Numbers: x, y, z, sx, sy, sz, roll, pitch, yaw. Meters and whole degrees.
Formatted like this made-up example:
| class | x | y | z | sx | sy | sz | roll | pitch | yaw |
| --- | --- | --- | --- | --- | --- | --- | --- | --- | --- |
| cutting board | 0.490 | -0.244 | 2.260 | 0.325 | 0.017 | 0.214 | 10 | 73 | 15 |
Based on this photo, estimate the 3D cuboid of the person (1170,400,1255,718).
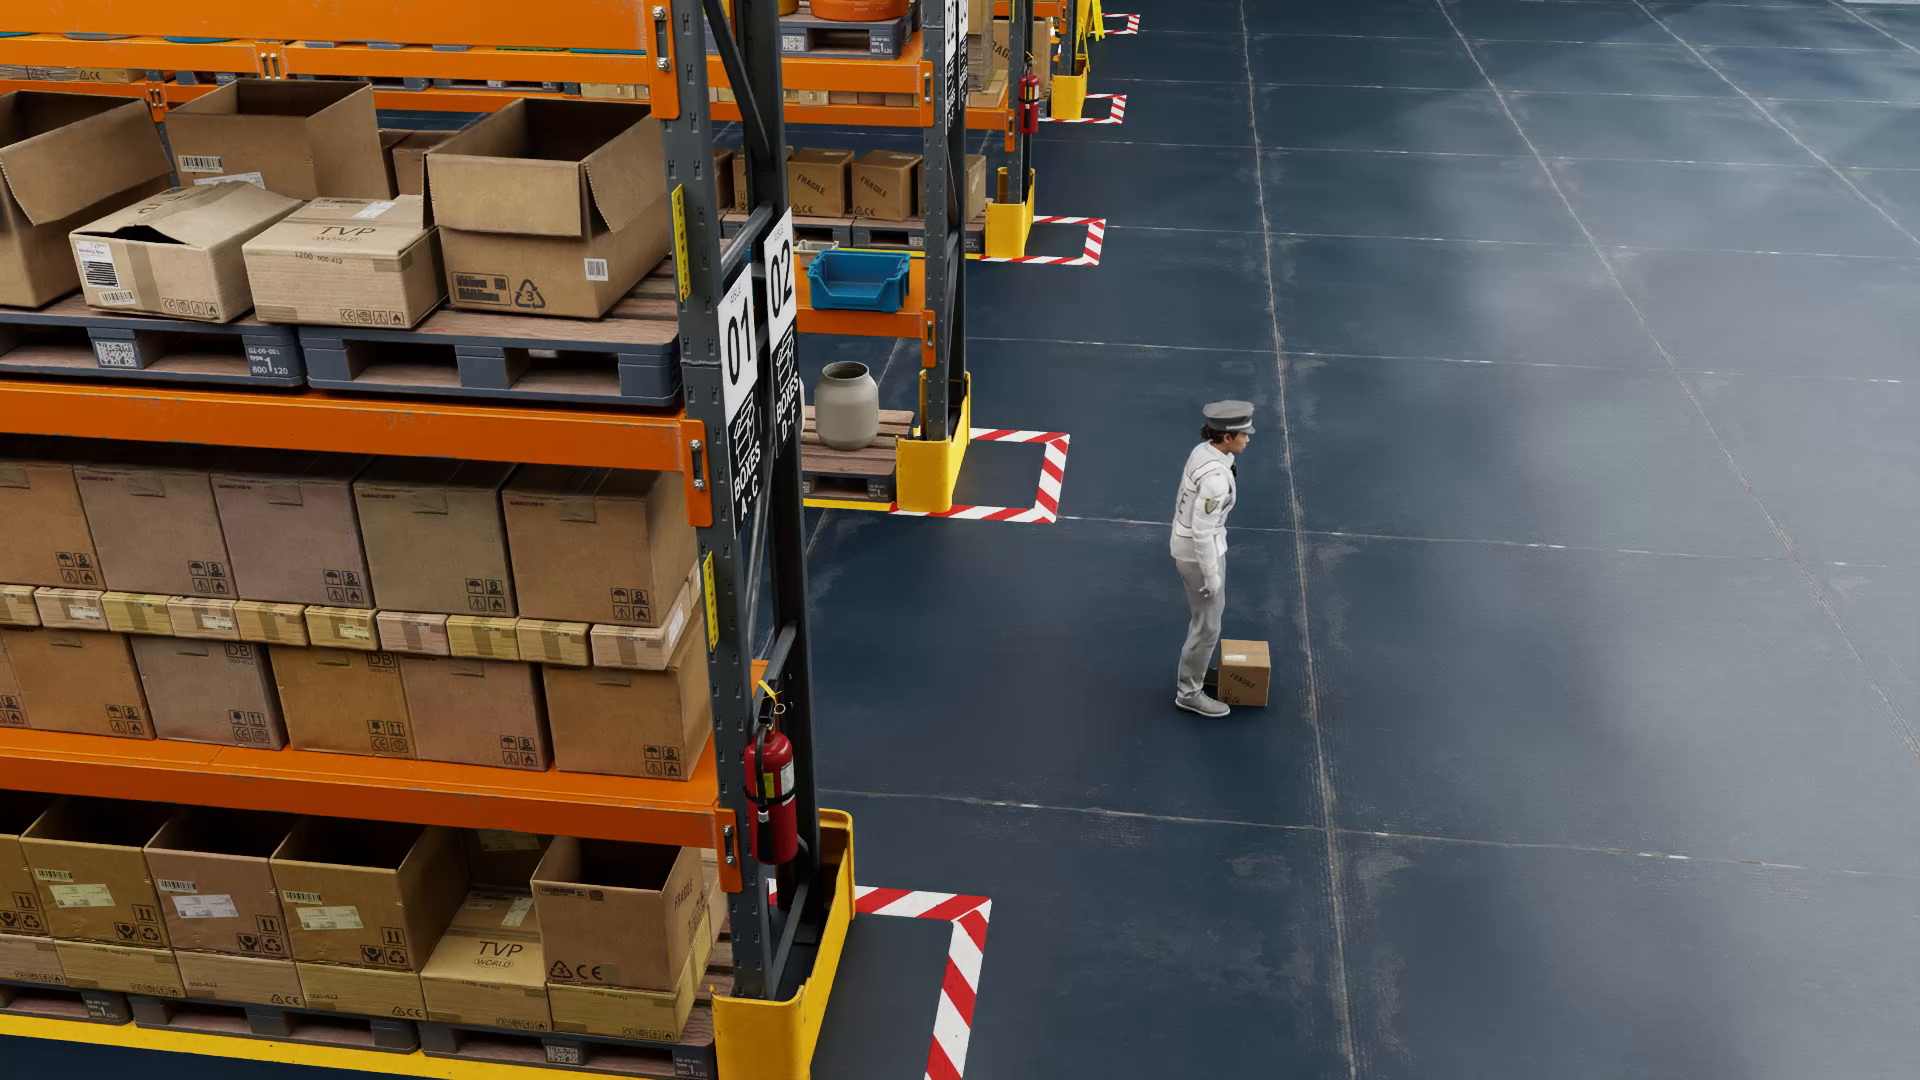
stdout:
| class | x | y | z | sx | sy | sz | roll | pitch | yaw |
| --- | --- | --- | --- | --- | --- | --- | --- | --- | --- |
| person | 1.276 | 0.077 | 8.479 | 0.410 | 1.662 | 0.525 | 3 | 29 | 6 |
